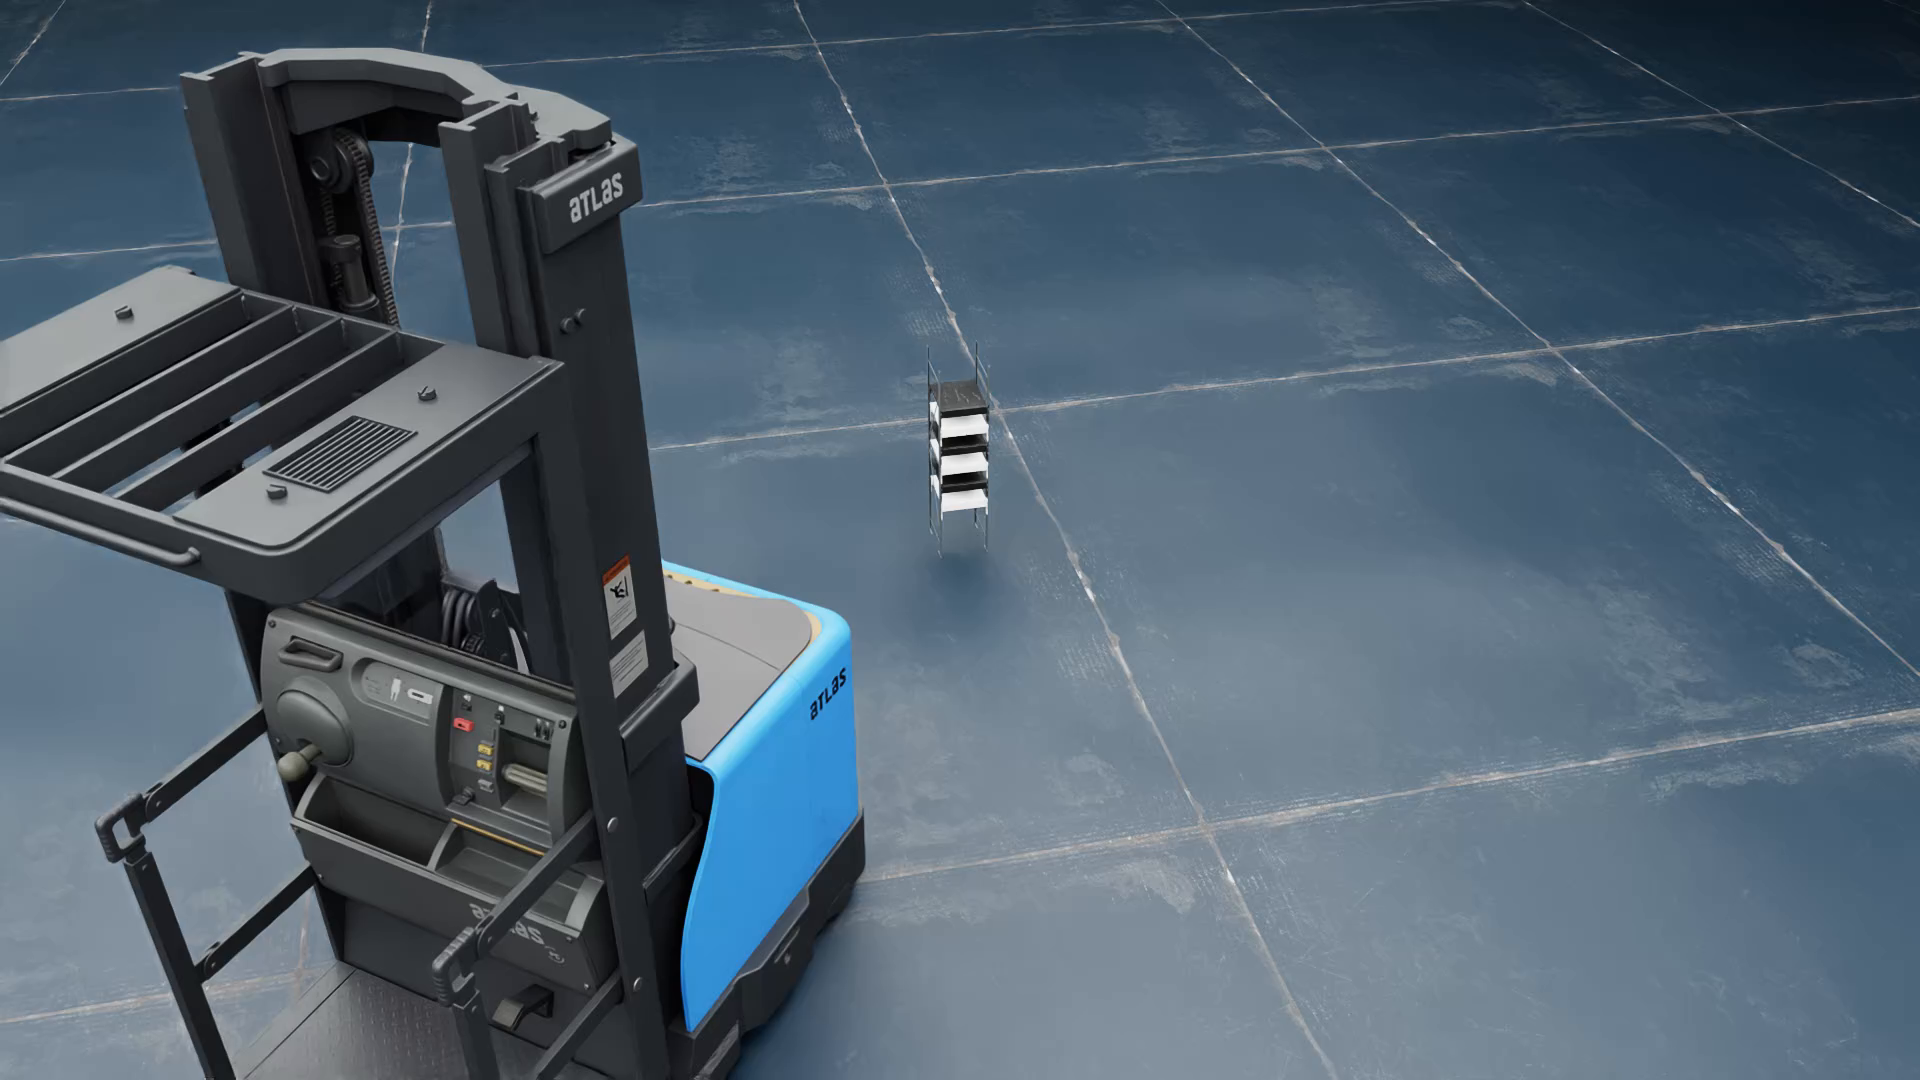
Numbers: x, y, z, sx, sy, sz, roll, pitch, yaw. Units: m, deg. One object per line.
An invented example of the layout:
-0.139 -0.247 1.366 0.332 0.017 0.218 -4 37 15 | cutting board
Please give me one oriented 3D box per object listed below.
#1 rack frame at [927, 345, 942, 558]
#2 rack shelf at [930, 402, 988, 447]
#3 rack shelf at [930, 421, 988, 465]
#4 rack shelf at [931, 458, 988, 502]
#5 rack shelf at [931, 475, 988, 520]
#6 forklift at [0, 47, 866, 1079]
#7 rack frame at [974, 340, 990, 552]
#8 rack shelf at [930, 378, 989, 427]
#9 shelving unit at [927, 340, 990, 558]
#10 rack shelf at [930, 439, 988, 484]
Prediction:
-0.107 -0.360 6.979 0.006 0.900 0.240 -7 35 -11 | rack frame
-0.008 -0.494 6.916 0.200 0.077 0.258 -7 35 -11 | rack shelf
-0.008 -0.420 6.966 0.200 0.077 0.258 -7 35 -11 | rack shelf
-0.008 -0.270 7.066 0.200 0.077 0.258 -7 35 -11 | rack shelf
-0.008 -0.196 7.117 0.200 0.077 0.258 -7 35 -11 | rack shelf
-1.407 0.521 3.843 1.130 2.935 3.031 15 37 21 | forklift
0.091 -0.385 7.016 0.006 0.900 0.240 -7 35 -11 | rack frame
-0.008 -0.569 6.866 0.200 0.077 0.258 -7 35 -11 | rack shelf
-0.008 -0.373 6.998 0.210 0.900 0.258 -7 35 -11 | shelving unit
-0.008 -0.345 7.016 0.200 0.077 0.258 -7 35 -11 | rack shelf
